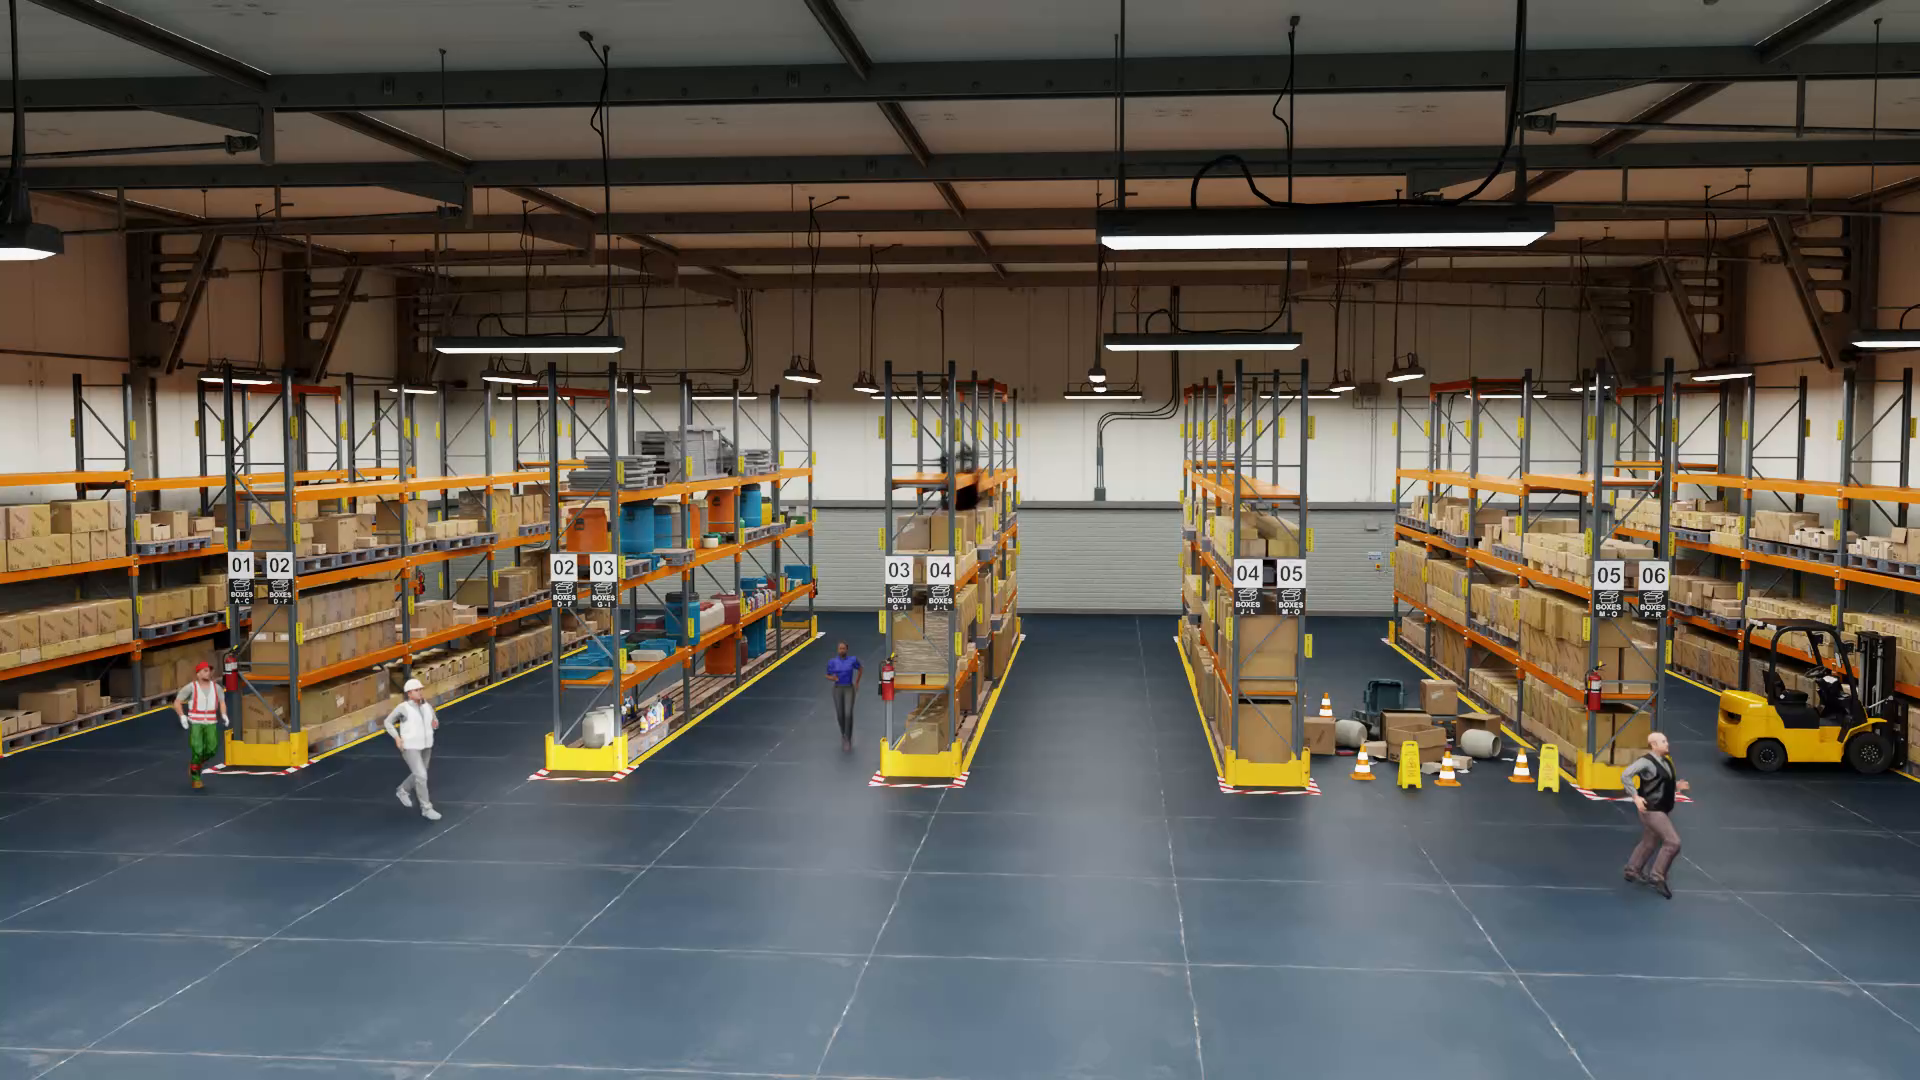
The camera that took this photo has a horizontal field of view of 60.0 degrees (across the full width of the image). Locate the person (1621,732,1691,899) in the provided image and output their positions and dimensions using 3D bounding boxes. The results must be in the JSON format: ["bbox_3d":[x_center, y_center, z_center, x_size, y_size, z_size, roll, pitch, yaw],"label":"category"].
[{"bbox_3d":[7.532,2.962,17.988,0.699,1.763,0.638,3,5,41],"label":"person"}]

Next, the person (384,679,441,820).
[{"bbox_3d":[-7.034,2.678,21.521,0.963,1.763,0.655,2,4,31],"label":"person"}]

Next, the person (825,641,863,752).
[{"bbox_3d":[-1.839,2.455,26.305,0.564,1.703,0.794,0,4,3],"label":"person"}]

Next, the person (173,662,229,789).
[{"bbox_3d":[-10.683,2.600,23.470,0.703,1.738,0.539,-3,5,-43],"label":"person"}]
